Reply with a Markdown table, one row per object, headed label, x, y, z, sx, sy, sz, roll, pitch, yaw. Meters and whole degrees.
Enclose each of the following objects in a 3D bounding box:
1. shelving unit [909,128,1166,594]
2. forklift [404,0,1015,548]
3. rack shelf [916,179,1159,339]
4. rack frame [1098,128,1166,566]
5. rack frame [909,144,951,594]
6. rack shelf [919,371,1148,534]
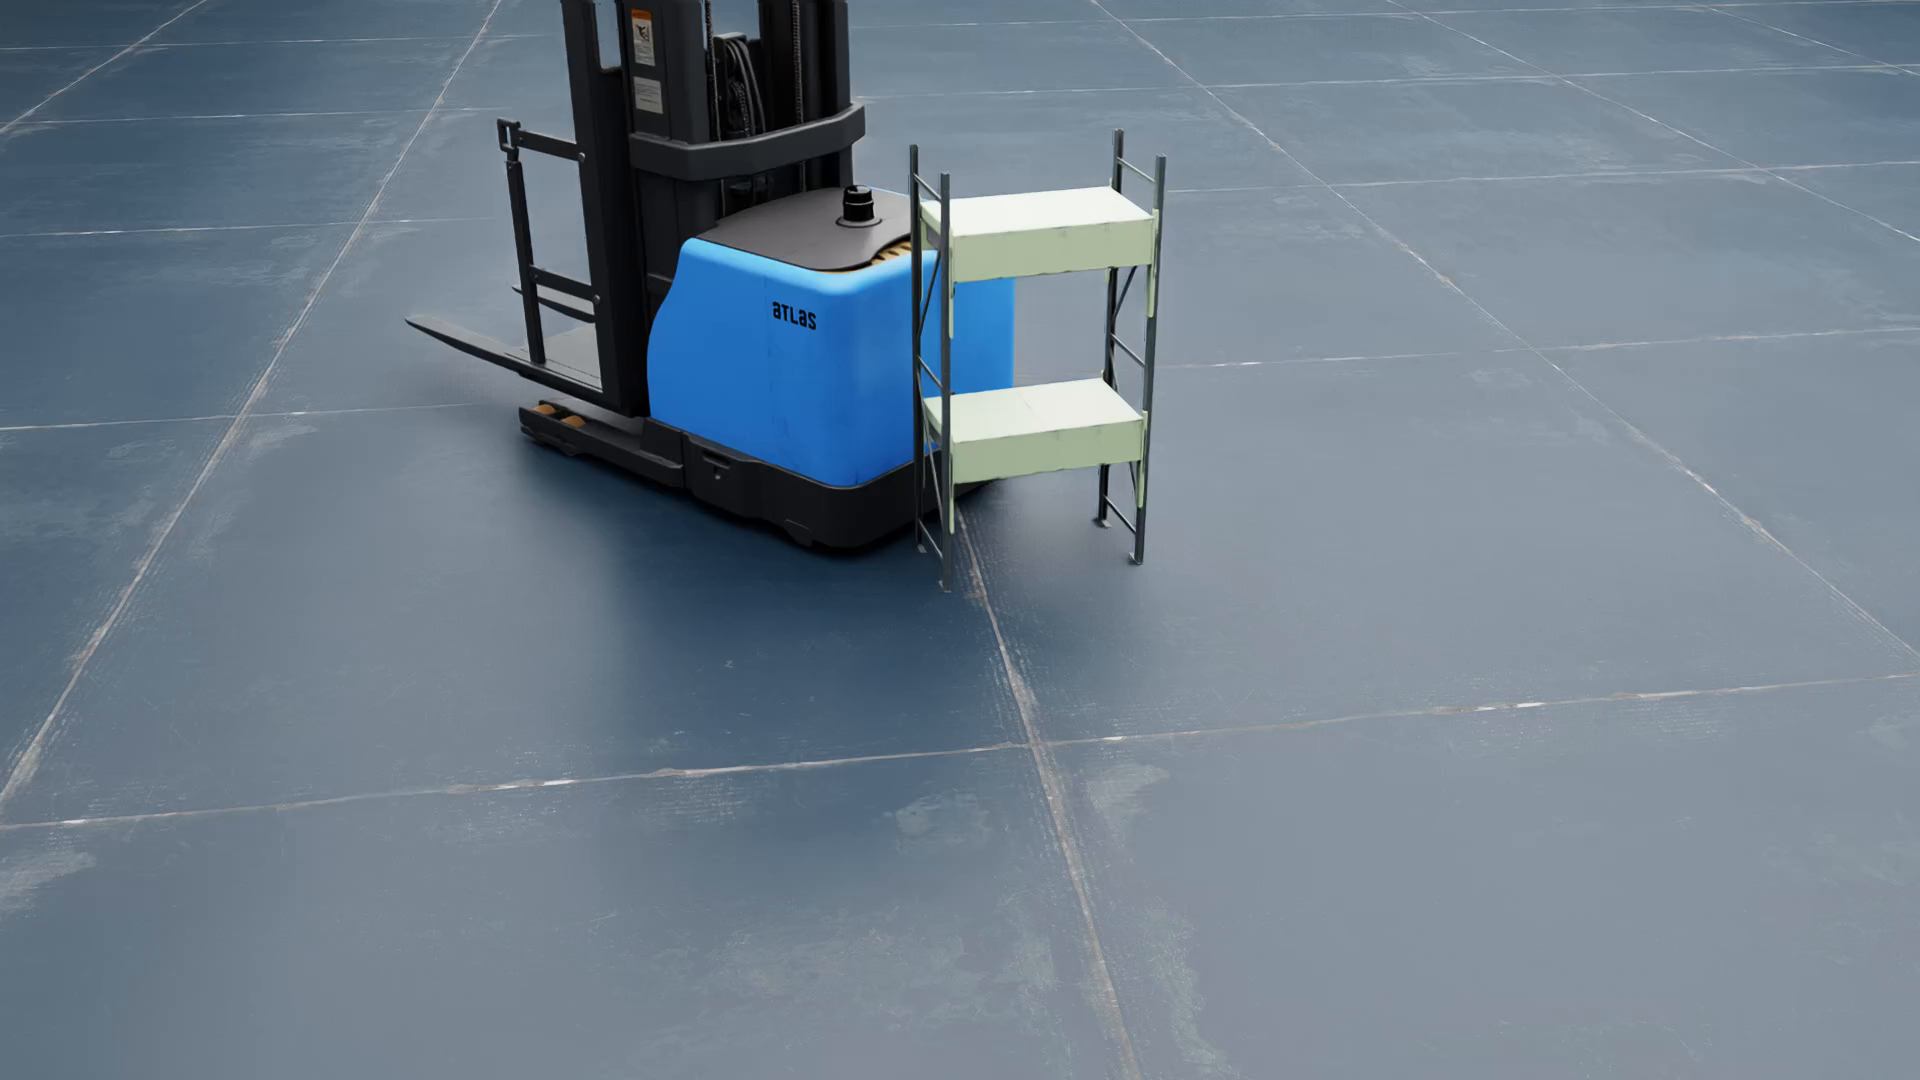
| label | x | y | z | sx | sy | sz | roll | pitch | yaw |
| --- | --- | --- | --- | --- | --- | --- | --- | --- | --- |
| shelving unit | 0.250 | -0.613 | 5.801 | 0.755 | 1.500 | 0.431 | -8 | 28 | -15 |
| forklift | -1.228 | -1.817 | 6.580 | 3.031 | 2.935 | 1.130 | 21 | 34 | 35 |
| rack shelf | 0.250 | -0.960 | 5.623 | 0.720 | 0.370 | 0.431 | -8 | 28 | -15 |
| rack frame | 0.600 | -0.662 | 5.896 | 0.023 | 1.500 | 0.400 | -8 | 28 | -15 |
| rack frame | -0.100 | -0.564 | 5.706 | 0.023 | 1.500 | 0.400 | -8 | 28 | -15 |
| rack shelf | 0.250 | -0.323 | 5.950 | 0.720 | 0.370 | 0.431 | -8 | 28 | -15 |
